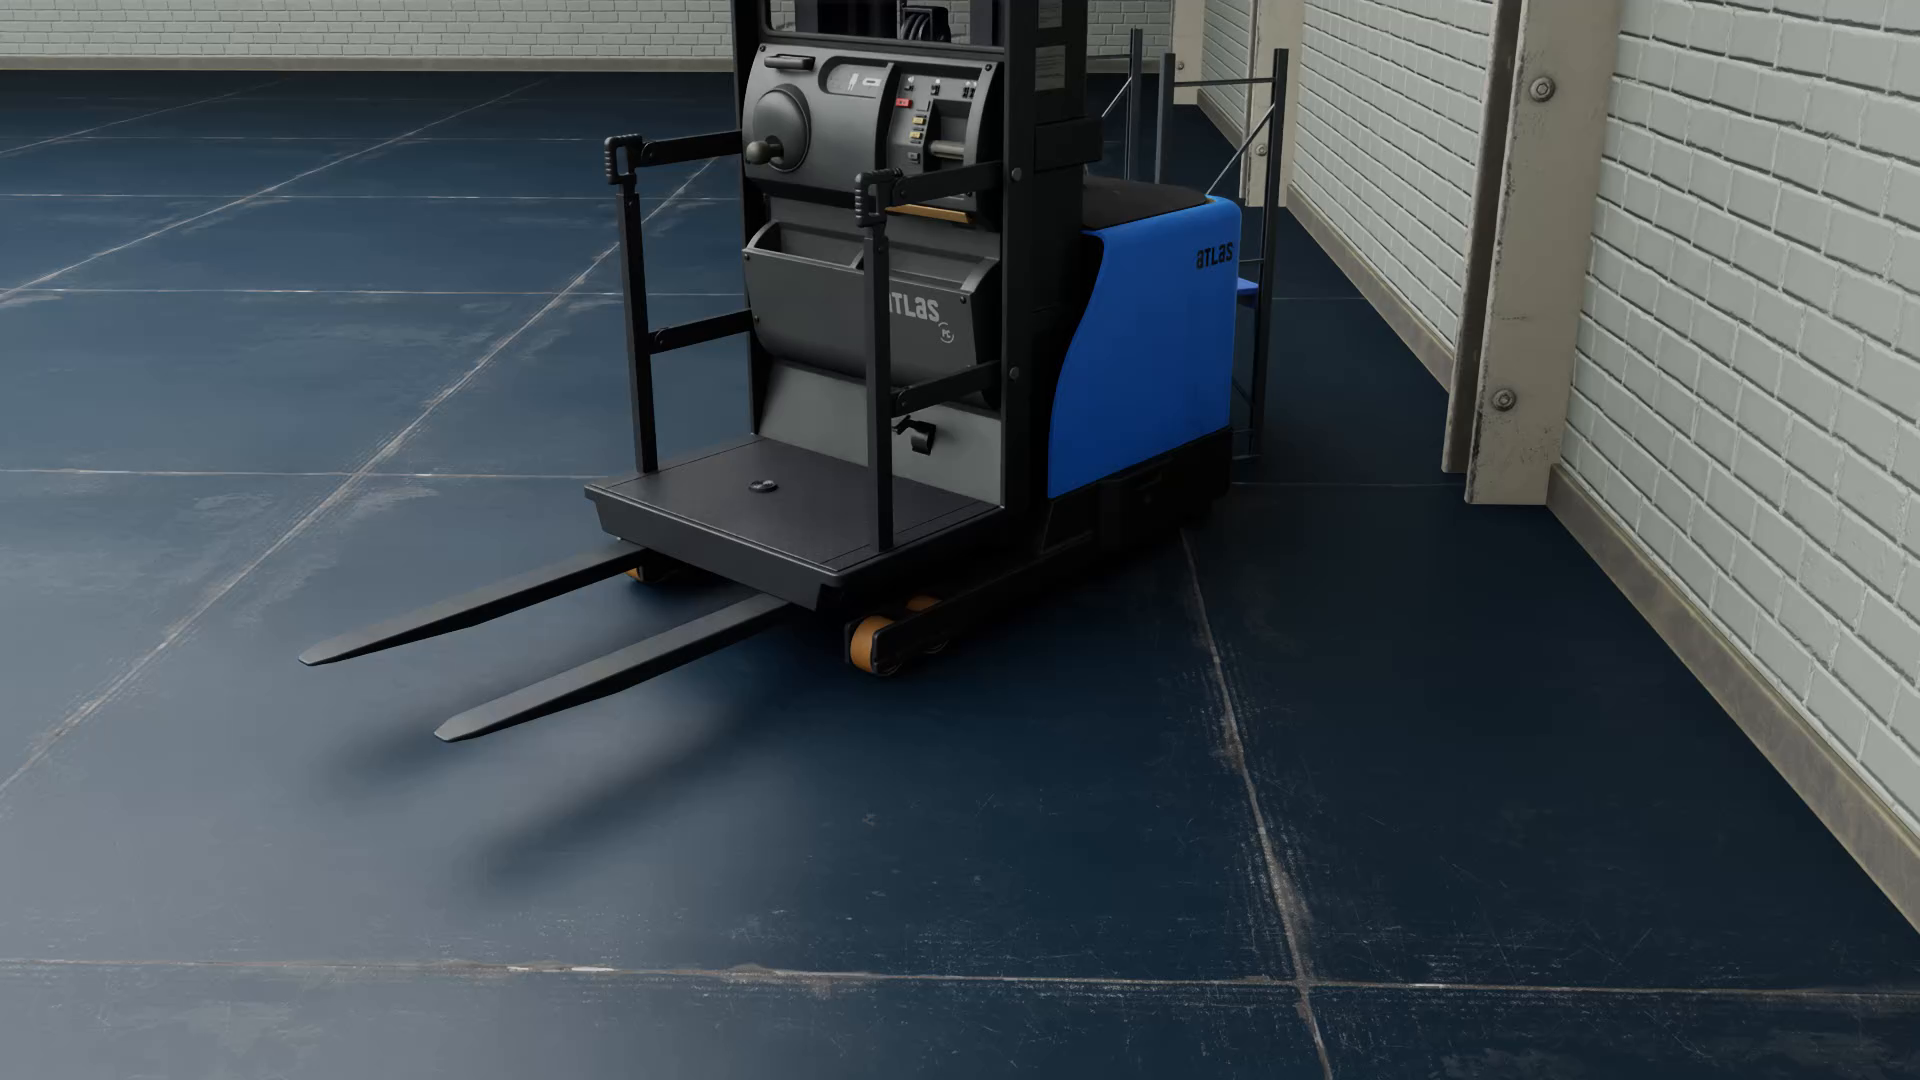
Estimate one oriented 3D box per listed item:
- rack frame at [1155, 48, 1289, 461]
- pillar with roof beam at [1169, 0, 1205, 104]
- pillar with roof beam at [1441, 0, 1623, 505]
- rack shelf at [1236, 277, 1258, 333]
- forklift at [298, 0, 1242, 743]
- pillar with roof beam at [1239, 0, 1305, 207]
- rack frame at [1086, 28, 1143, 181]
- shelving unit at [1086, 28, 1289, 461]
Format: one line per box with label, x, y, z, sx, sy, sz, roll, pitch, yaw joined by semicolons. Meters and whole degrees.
rack frame;0.913;-0.982;5.987;0.500;1.500;0.032;-9;23;-22
pillar with roof beam;-1.989;-8.779;15.714;9.100;9.000;0.400;1;21;2
pillar with roof beam;-2.354;-4.440;4.532;9.100;9.000;0.400;1;21;2
rack shelf;0.706;-0.983;6.485;0.538;0.185;1.000;-9;23;-22
forklift;-0.410;-1.197;4.562;1.130;2.935;3.031;18;27;38
pillar with roof beam;-2.171;-6.610;10.123;9.100;9.000;0.400;1;21;2
rack frame;0.499;-1.318;6.853;0.500;1.500;0.032;-9;23;-22
shelving unit;0.706;-1.150;6.420;0.538;1.500;1.048;-9;23;-22
